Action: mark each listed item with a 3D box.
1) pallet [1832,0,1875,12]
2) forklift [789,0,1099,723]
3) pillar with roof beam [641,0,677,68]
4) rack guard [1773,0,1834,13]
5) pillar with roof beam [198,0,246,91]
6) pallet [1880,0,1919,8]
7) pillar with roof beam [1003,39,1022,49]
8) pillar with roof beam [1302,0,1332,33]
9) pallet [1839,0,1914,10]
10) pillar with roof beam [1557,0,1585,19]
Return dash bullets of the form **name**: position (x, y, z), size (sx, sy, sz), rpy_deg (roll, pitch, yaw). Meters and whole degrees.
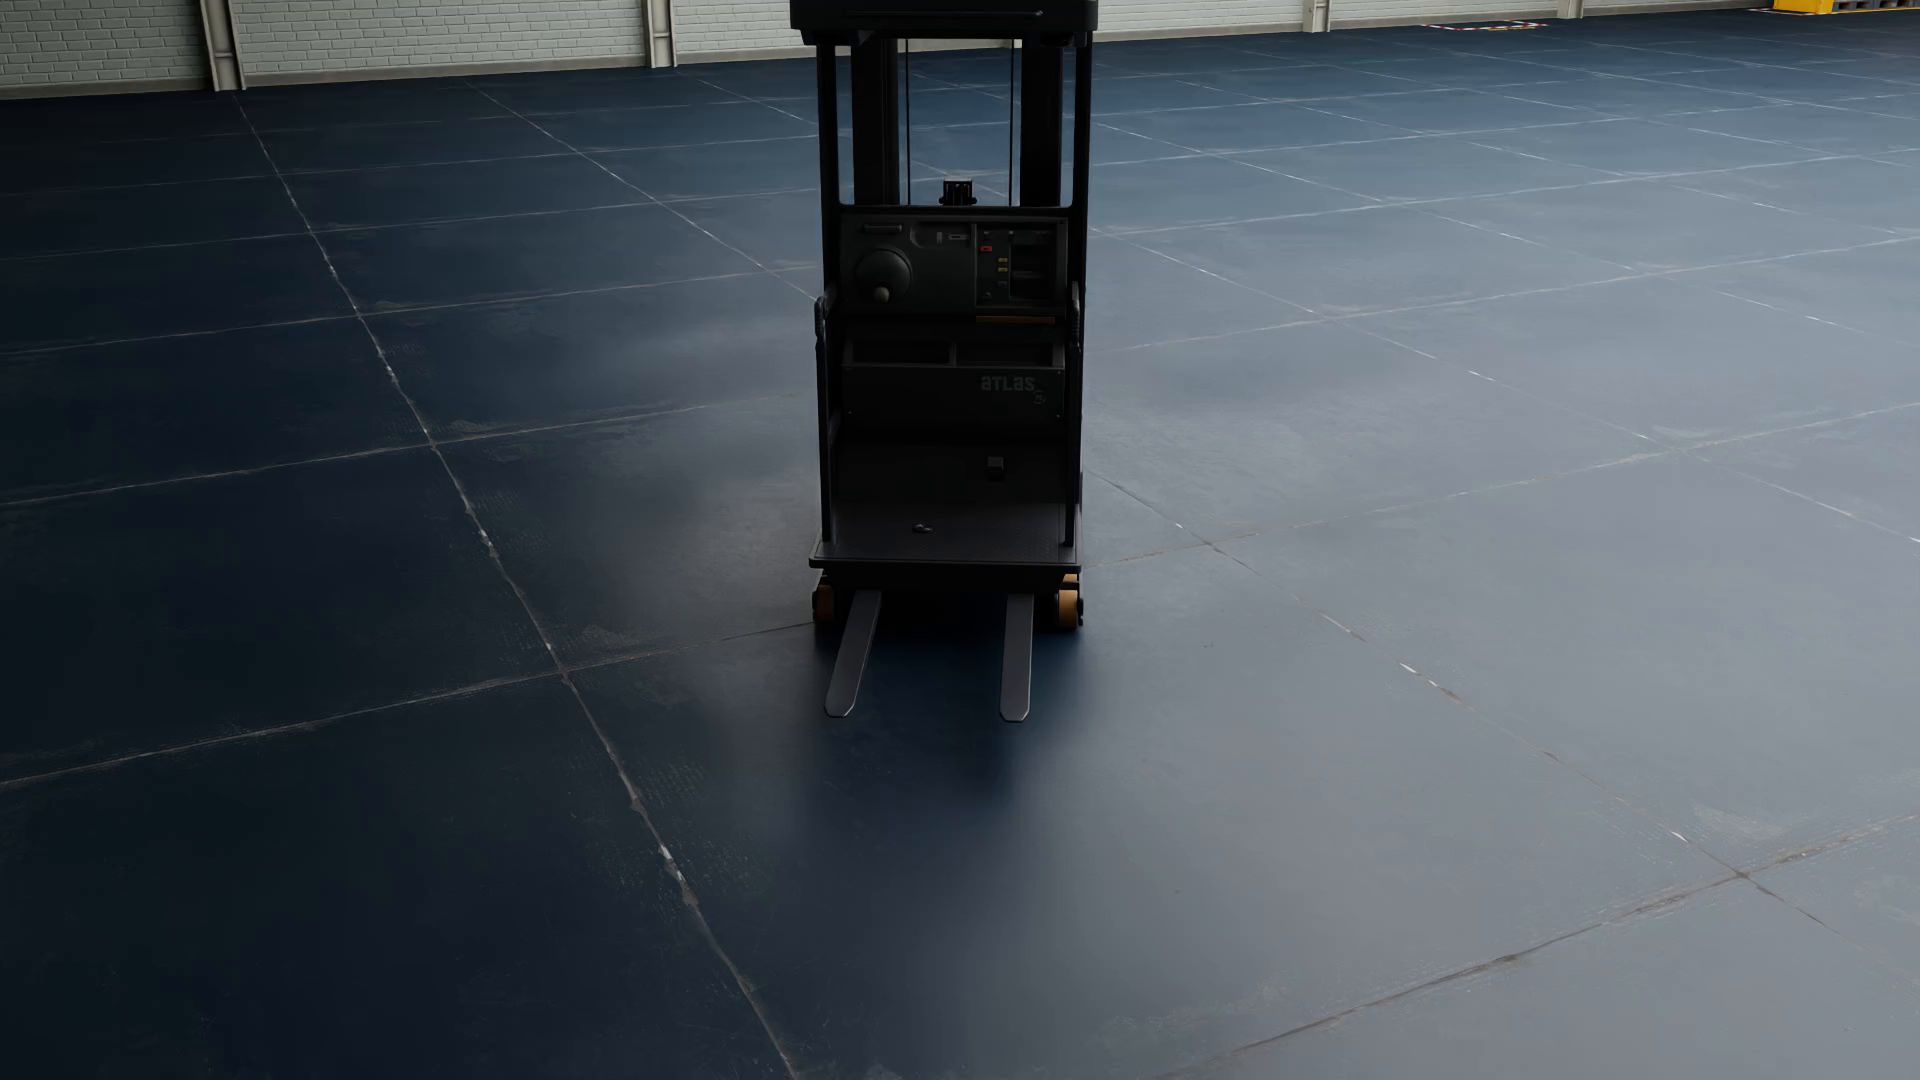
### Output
- **pallet**: position (17.721, -10.891, 33.785), size (1.213, 0.211, 1.003), rpy_deg (-10, 25, -24)
- **forklift**: position (-0.036, -1.115, 6.611), size (1.130, 2.935, 3.031), rpy_deg (1, 23, 3)
- **pillar with roof beam**: position (-2.598, -9.766, 19.577), size (0.400, 9.000, 9.100), rpy_deg (-10, 25, -24)
- **rack guard**: position (16.973, -10.902, 33.434), size (0.348, 0.500, 1.175), rpy_deg (-10, 25, -24)
- **pillar with roof beam**: position (-8.004, -8.771, 17.172), size (0.400, 9.000, 9.100), rpy_deg (-10, 25, -24)
- **pallet**: position (19.919, -11.296, 34.763), size (1.213, 0.211, 1.003), rpy_deg (-10, 25, -24)
- **pillar with roof beam**: position (2.808, -10.761, 21.981), size (0.400, 9.000, 9.100), rpy_deg (-10, 25, -24)
- **pillar with roof beam**: position (8.215, -11.756, 24.385), size (0.400, 9.000, 9.100), rpy_deg (-10, 25, -24)
- **pallet**: position (18.818, -11.092, 34.270), size (1.213, 0.211, 1.003), rpy_deg (-10, 25, -24)
- **pillar with roof beam**: position (13.621, -12.752, 26.790), size (0.400, 9.000, 9.100), rpy_deg (-10, 25, -24)
